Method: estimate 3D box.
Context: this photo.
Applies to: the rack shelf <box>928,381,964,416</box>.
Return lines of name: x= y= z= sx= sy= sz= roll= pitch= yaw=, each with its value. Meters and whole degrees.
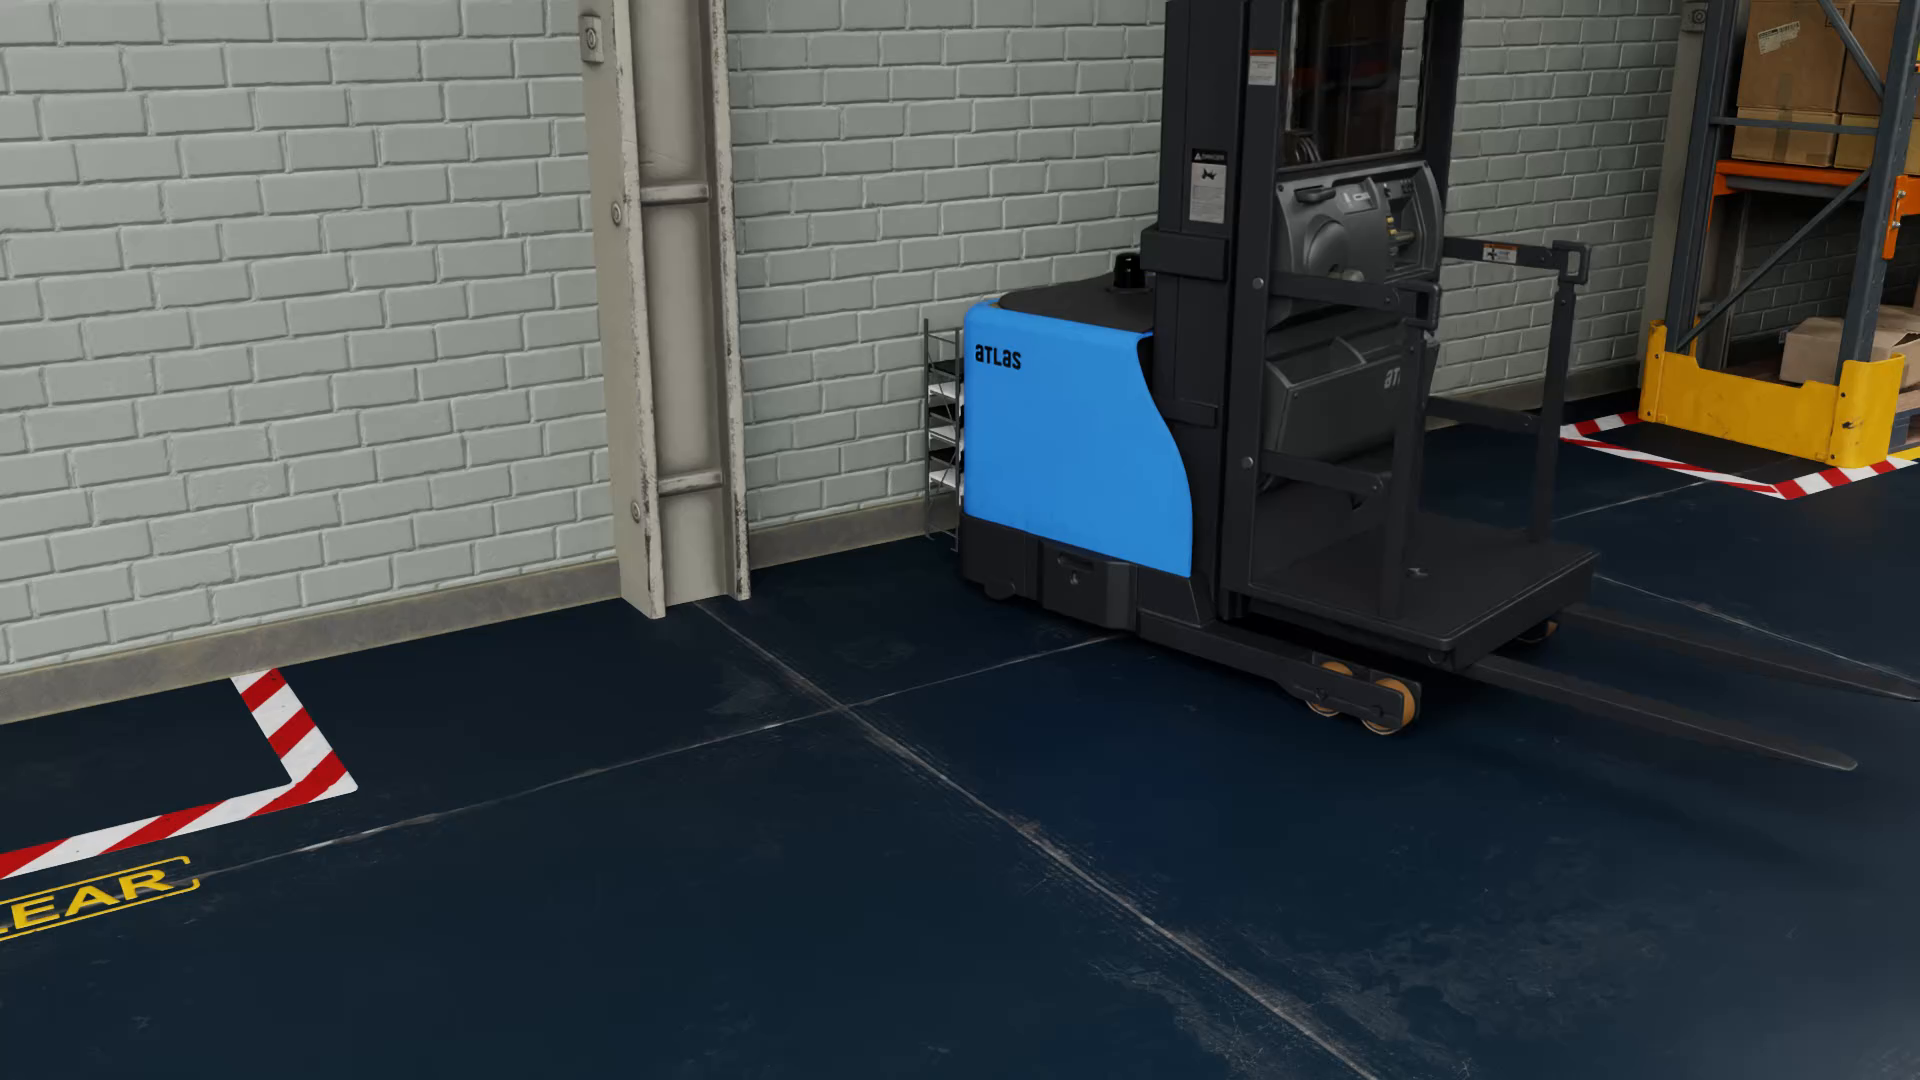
rack shelf: x=0.013 y=-0.565 z=6.552 sx=0.200 sy=0.077 sz=0.258 roll=-12 pitch=22 yaw=-32

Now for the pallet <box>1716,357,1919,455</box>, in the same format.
pallet: x=4.649 y=-0.743 z=8.614 sx=1.213 sy=0.211 sz=1.003 roll=-12 pitch=22 yaw=-31

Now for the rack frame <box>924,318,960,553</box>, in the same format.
rack frame: x=-0.071 y=-0.407 z=6.545 sx=0.006 sy=0.900 sz=0.240 roll=-12 pitch=22 yaw=-32

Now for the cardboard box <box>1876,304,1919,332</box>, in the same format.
cardboard box: x=4.991 y=-1.050 z=8.679 sx=0.500 sy=0.311 sz=0.500 roll=-10 pitch=21 yaw=-27

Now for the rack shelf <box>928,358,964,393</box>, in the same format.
rack shelf: x=0.013 y=-0.650 z=6.523 sx=0.200 sy=0.077 sz=0.258 roll=-12 pitch=22 yaw=-32

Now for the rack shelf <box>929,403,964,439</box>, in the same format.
rack shelf: x=0.013 y=-0.479 z=6.581 sx=0.200 sy=0.077 sz=0.258 roll=-12 pitch=22 yaw=-32

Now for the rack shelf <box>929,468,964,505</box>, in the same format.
rack shelf: x=0.013 y=-0.224 z=6.667 sx=0.200 sy=0.077 sz=0.258 roll=-12 pitch=22 yaw=-32

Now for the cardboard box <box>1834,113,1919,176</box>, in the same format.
cardboard box: x=4.469 y=-1.857 z=7.756 sx=0.500 sy=0.250 sz=0.500 roll=-13 pitch=22 yaw=-33

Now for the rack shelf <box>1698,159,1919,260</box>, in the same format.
rack shelf: x=5.558 y=-1.929 z=8.889 sx=4.000 sy=0.370 sz=1.077 roll=-12 pitch=22 yaw=-31

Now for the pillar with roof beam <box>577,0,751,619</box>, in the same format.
pillar with roof beam: x=1.353 y=-2.905 z=1.288 sx=0.400 sy=9.000 sz=9.100 roll=-12 pitch=22 yaw=-31

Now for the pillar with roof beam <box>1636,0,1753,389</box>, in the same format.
pillar with roof beam: x=6.364 y=-3.962 z=4.414 sx=0.400 sy=9.000 sz=9.100 roll=-12 pitch=22 yaw=-31

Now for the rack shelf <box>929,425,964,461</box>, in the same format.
rack shelf: x=0.013 y=-0.394 z=6.610 sx=0.200 sy=0.077 sz=0.258 roll=-12 pitch=22 yaw=-32

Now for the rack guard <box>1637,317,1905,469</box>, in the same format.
rack guard: x=3.951 y=-0.746 z=8.172 sx=0.348 sy=0.500 sz=1.175 roll=-12 pitch=22 yaw=-31

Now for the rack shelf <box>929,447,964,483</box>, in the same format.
rack shelf: x=0.013 y=-0.309 z=6.638 sx=0.200 sy=0.077 sz=0.258 roll=-12 pitch=22 yaw=-32

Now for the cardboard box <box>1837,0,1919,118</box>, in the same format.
cardboard box: x=4.451 y=-2.215 z=7.644 sx=0.500 sy=0.500 sz=0.500 roll=-12 pitch=22 yaw=-31

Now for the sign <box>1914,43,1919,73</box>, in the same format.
sign: x=4.186 y=-2.182 z=7.164 sx=0.005 sy=0.325 sz=0.100 roll=-12 pitch=22 yaw=-31

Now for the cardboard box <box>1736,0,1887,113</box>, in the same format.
cardboard box: x=4.164 y=-2.351 z=8.047 sx=0.500 sy=0.500 sz=0.500 roll=-12 pitch=22 yaw=-32

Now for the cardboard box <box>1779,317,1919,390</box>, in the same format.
cardboard box: x=4.515 y=-0.950 z=8.382 sx=0.500 sy=0.311 sz=0.500 roll=-15 pitch=24 yaw=-37

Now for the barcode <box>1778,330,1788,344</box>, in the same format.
barcode: x=4.310 y=-1.064 z=8.706 sx=0.075 sy=0.075 sz=0.001 roll=-12 pitch=22 yaw=-31

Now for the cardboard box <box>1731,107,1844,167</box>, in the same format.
cardboard box: x=4.171 y=-1.990 z=8.150 sx=0.500 sy=0.250 sz=0.500 roll=-12 pitch=22 yaw=-31

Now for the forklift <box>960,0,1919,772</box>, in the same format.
forklift: x=1.420 y=-0.991 z=5.098 sx=3.031 sy=2.935 sz=1.130 roll=17 pitch=25 yaw=40

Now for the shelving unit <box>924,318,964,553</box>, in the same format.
shelving unit: x=0.013 y=-0.426 z=6.599 sx=0.210 sy=0.900 sz=0.258 roll=-12 pitch=22 yaw=-32

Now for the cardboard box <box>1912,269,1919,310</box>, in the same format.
cardboard box: x=5.631 y=-1.255 z=8.991 sx=0.500 sy=0.500 sz=0.700 roll=-14 pitch=23 yaw=-35

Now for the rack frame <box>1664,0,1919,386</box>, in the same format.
rack frame: x=3.887 y=-1.917 z=7.732 sx=0.127 sy=3.000 sz=1.000 roll=-12 pitch=22 yaw=-31
